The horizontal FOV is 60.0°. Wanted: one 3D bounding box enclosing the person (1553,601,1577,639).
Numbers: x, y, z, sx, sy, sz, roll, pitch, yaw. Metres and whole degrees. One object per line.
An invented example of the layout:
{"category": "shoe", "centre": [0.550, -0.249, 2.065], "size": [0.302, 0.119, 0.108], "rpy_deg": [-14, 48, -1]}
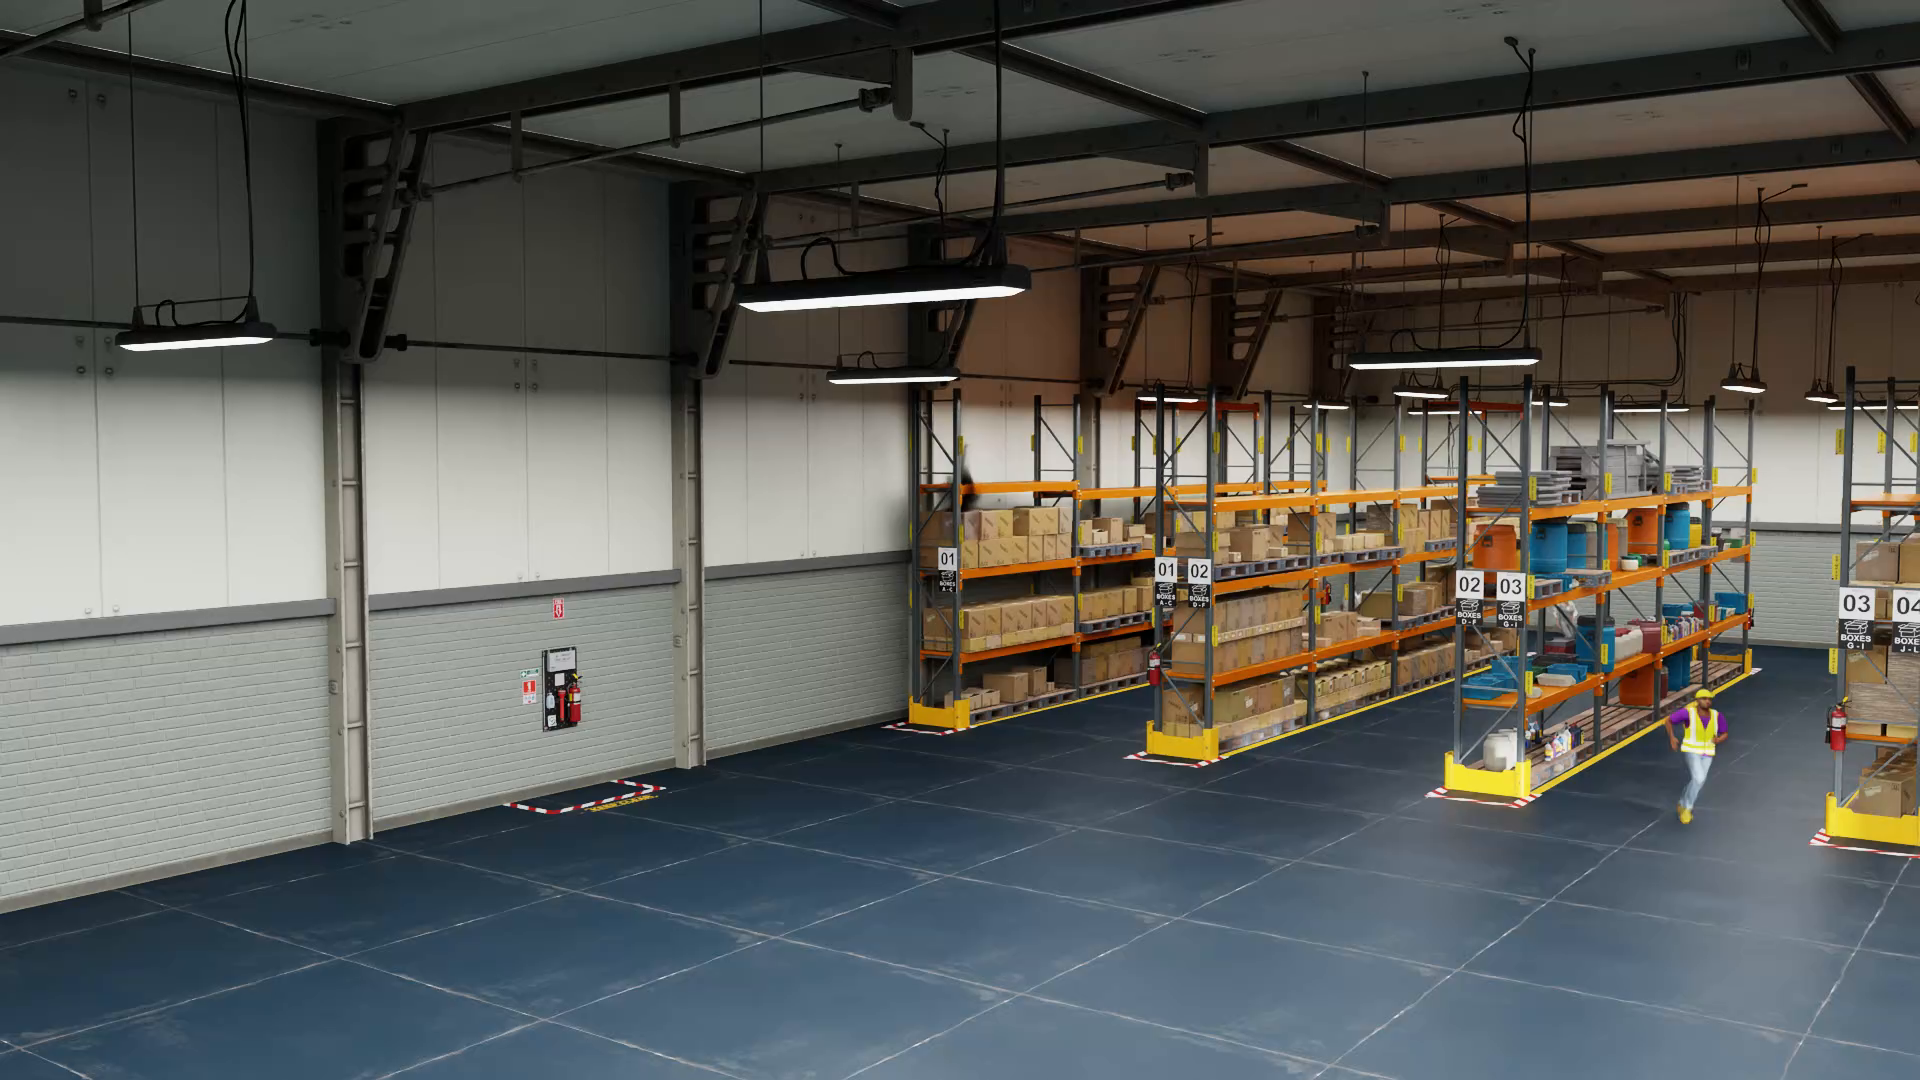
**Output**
{"category": "person", "centre": [14.327, 1.990, 39.441], "size": [0.546, 1.549, 0.558], "rpy_deg": [0, 3, -7]}

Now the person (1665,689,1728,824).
{"category": "person", "centre": [9.870, 2.863, 22.195], "size": [0.683, 1.774, 0.657], "rpy_deg": [-1, 3, -10]}

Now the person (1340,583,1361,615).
{"category": "person", "centre": [9.522, 1.869, 40.510], "size": [0.589, 1.683, 0.619], "rpy_deg": [2, 4, 29]}
